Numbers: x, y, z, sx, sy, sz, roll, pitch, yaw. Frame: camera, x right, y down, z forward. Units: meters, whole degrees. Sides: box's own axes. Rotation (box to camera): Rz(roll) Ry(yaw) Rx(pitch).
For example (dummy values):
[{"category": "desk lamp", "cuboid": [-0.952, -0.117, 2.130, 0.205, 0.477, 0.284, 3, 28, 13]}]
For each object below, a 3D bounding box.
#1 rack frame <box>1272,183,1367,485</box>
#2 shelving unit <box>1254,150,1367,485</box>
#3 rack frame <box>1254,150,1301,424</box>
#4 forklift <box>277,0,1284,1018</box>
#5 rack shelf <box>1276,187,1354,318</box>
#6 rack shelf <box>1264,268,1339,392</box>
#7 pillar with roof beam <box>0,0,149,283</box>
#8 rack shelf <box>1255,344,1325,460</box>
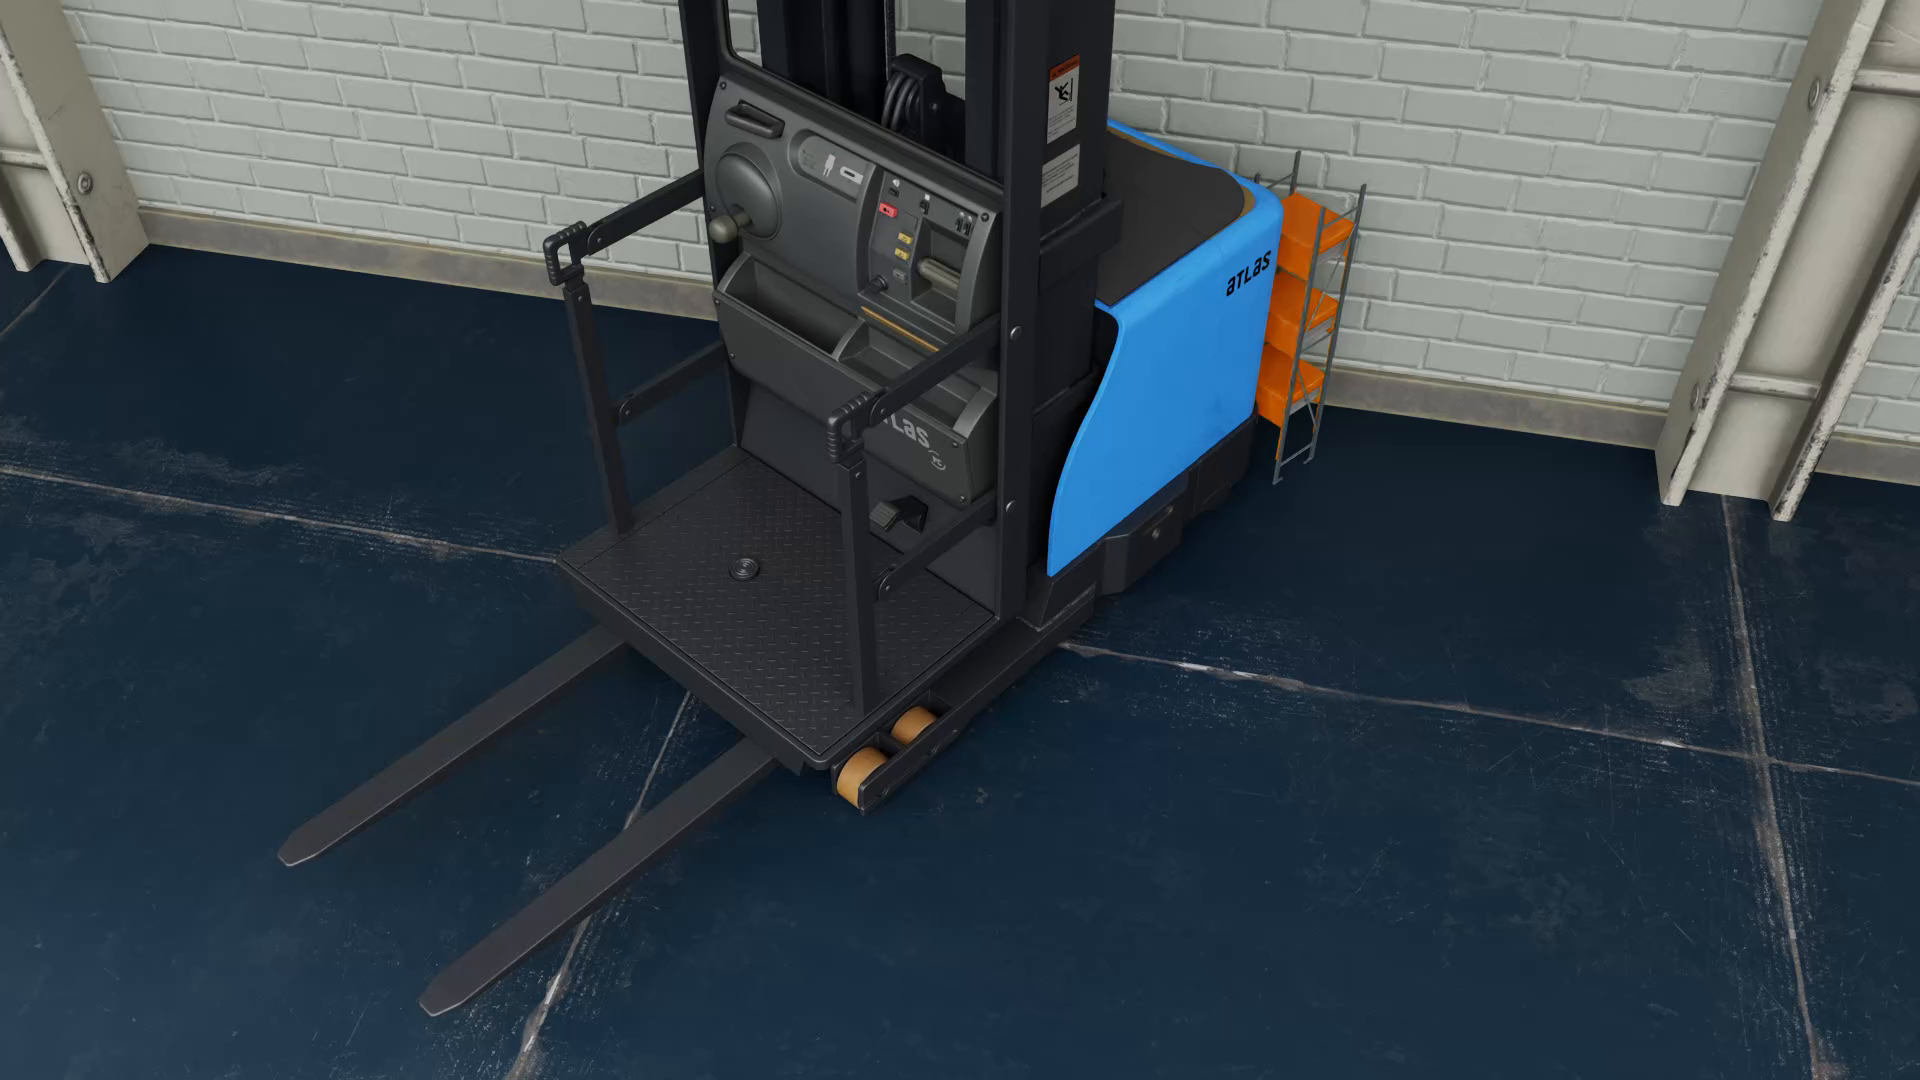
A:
[{"category": "rack frame", "cuboid": [1.099, -0.606, 5.122, 0.200, 1.050, 0.008, -32, 52, -29]}, {"category": "shelving unit", "cuboid": [1.017, -0.669, 5.188, 0.215, 1.050, 0.252, -32, 52, -29]}, {"category": "rack frame", "cuboid": [0.936, -0.732, 5.253, 0.200, 1.050, 0.008, -32, 52, -29]}, {"category": "forklift", "cuboid": [-0.426, -0.734, 3.899, 1.130, 2.935, 3.031, 32, 53, 29]}, {"category": "rack shelf", "cuboid": [1.017, -0.866, 4.998, 0.215, 0.259, 0.240, -32, 52, -29]}, {"category": "rack shelf", "cuboid": [1.017, -0.661, 5.195, 0.215, 0.259, 0.240, -32, 52, -29]}, {"category": "pillar with roof beam", "cuboid": [-4.301, -1.429, 0.246, 0.400, 9.000, 9.100, 9, 45, 9]}, {"category": "rack shelf", "cuboid": [1.018, -0.461, 5.388, 0.215, 0.259, 0.240, -32, 52, -29]}]
